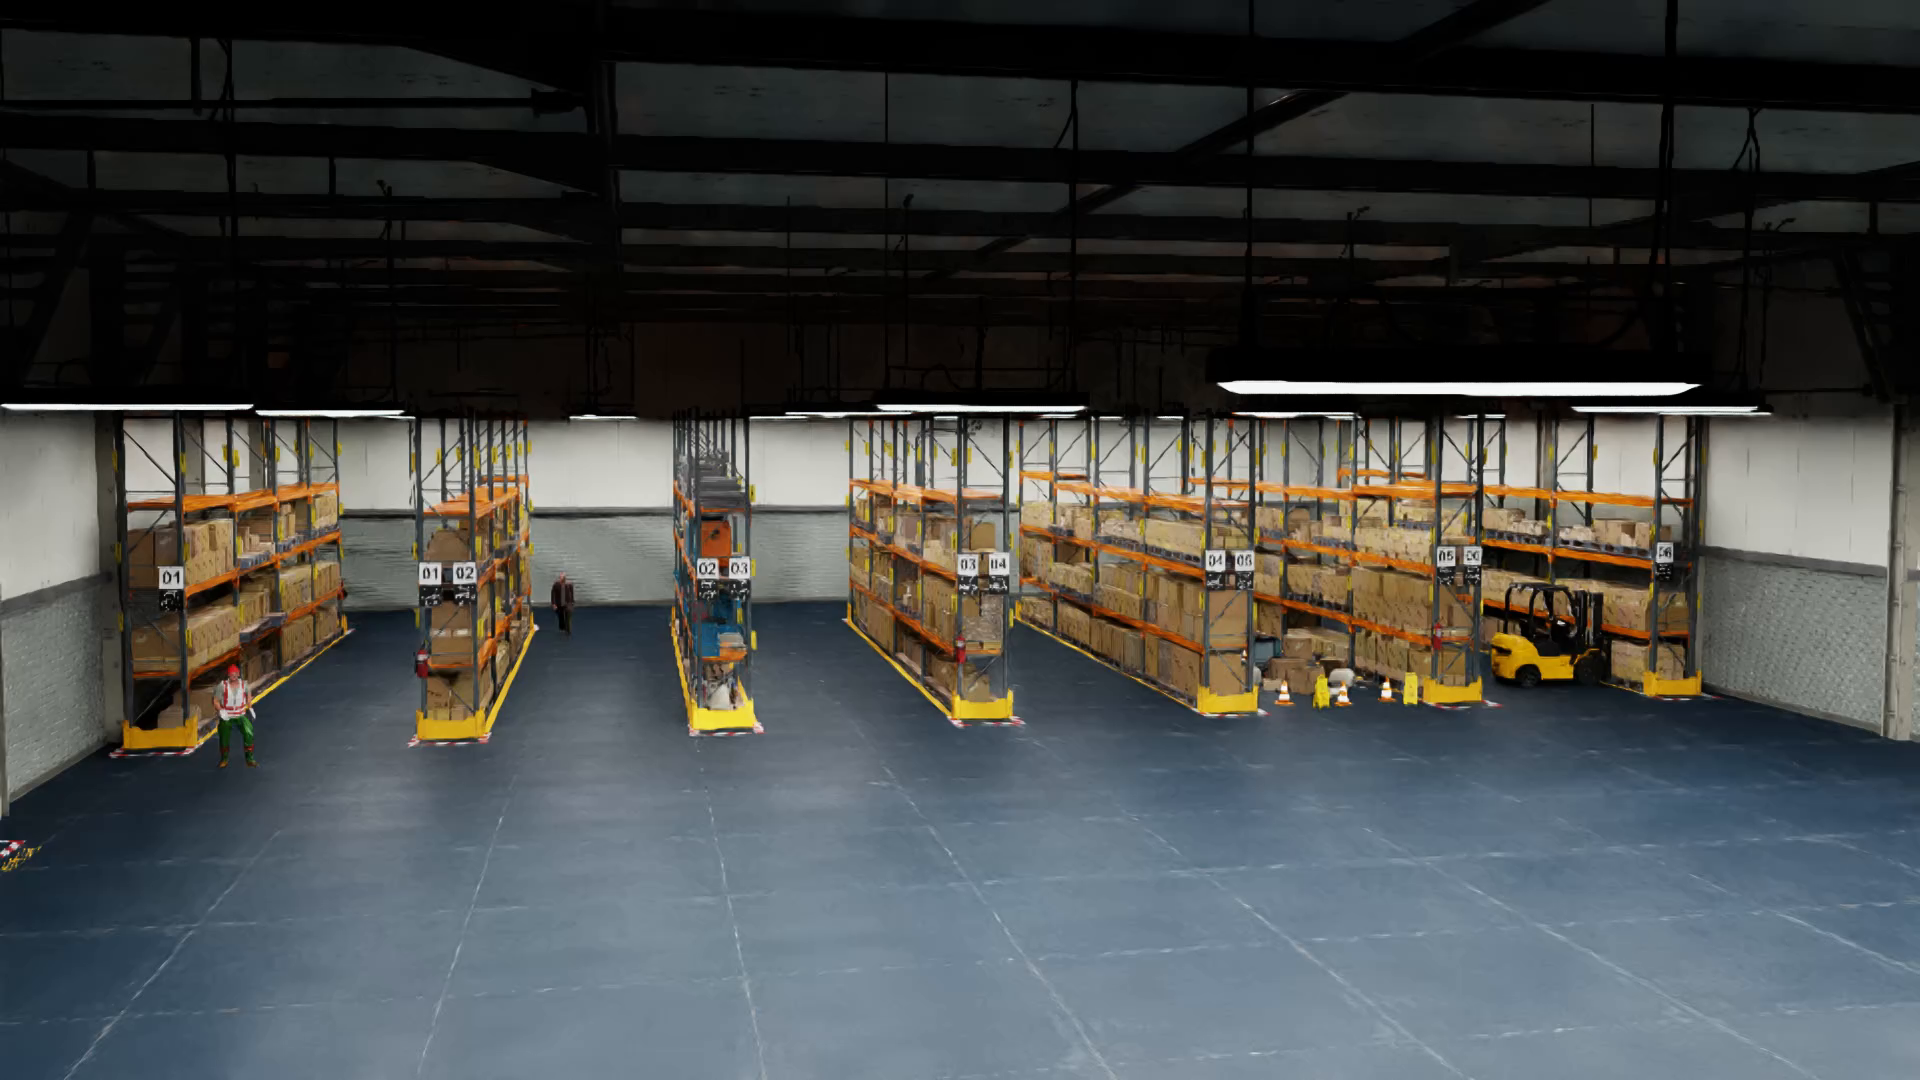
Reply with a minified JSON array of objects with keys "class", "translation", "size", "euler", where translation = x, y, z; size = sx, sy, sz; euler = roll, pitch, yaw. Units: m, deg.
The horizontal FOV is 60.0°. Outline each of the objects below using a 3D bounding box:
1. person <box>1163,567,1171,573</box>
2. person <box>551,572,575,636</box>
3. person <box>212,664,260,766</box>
[{"class":"person","translation":[5.993,1.526,47.927],"size":[0.466,1.582,0.602],"euler":[-1,4,-8]},{"class":"person","translation":[-10.636,1.687,44.540],"size":[0.598,1.693,1.193],"euler":[-1,4,-9]},{"class":"person","translation":[-11.997,2.898,27.480],"size":[0.675,1.727,0.774],"euler":[-3,5,-32]}]
